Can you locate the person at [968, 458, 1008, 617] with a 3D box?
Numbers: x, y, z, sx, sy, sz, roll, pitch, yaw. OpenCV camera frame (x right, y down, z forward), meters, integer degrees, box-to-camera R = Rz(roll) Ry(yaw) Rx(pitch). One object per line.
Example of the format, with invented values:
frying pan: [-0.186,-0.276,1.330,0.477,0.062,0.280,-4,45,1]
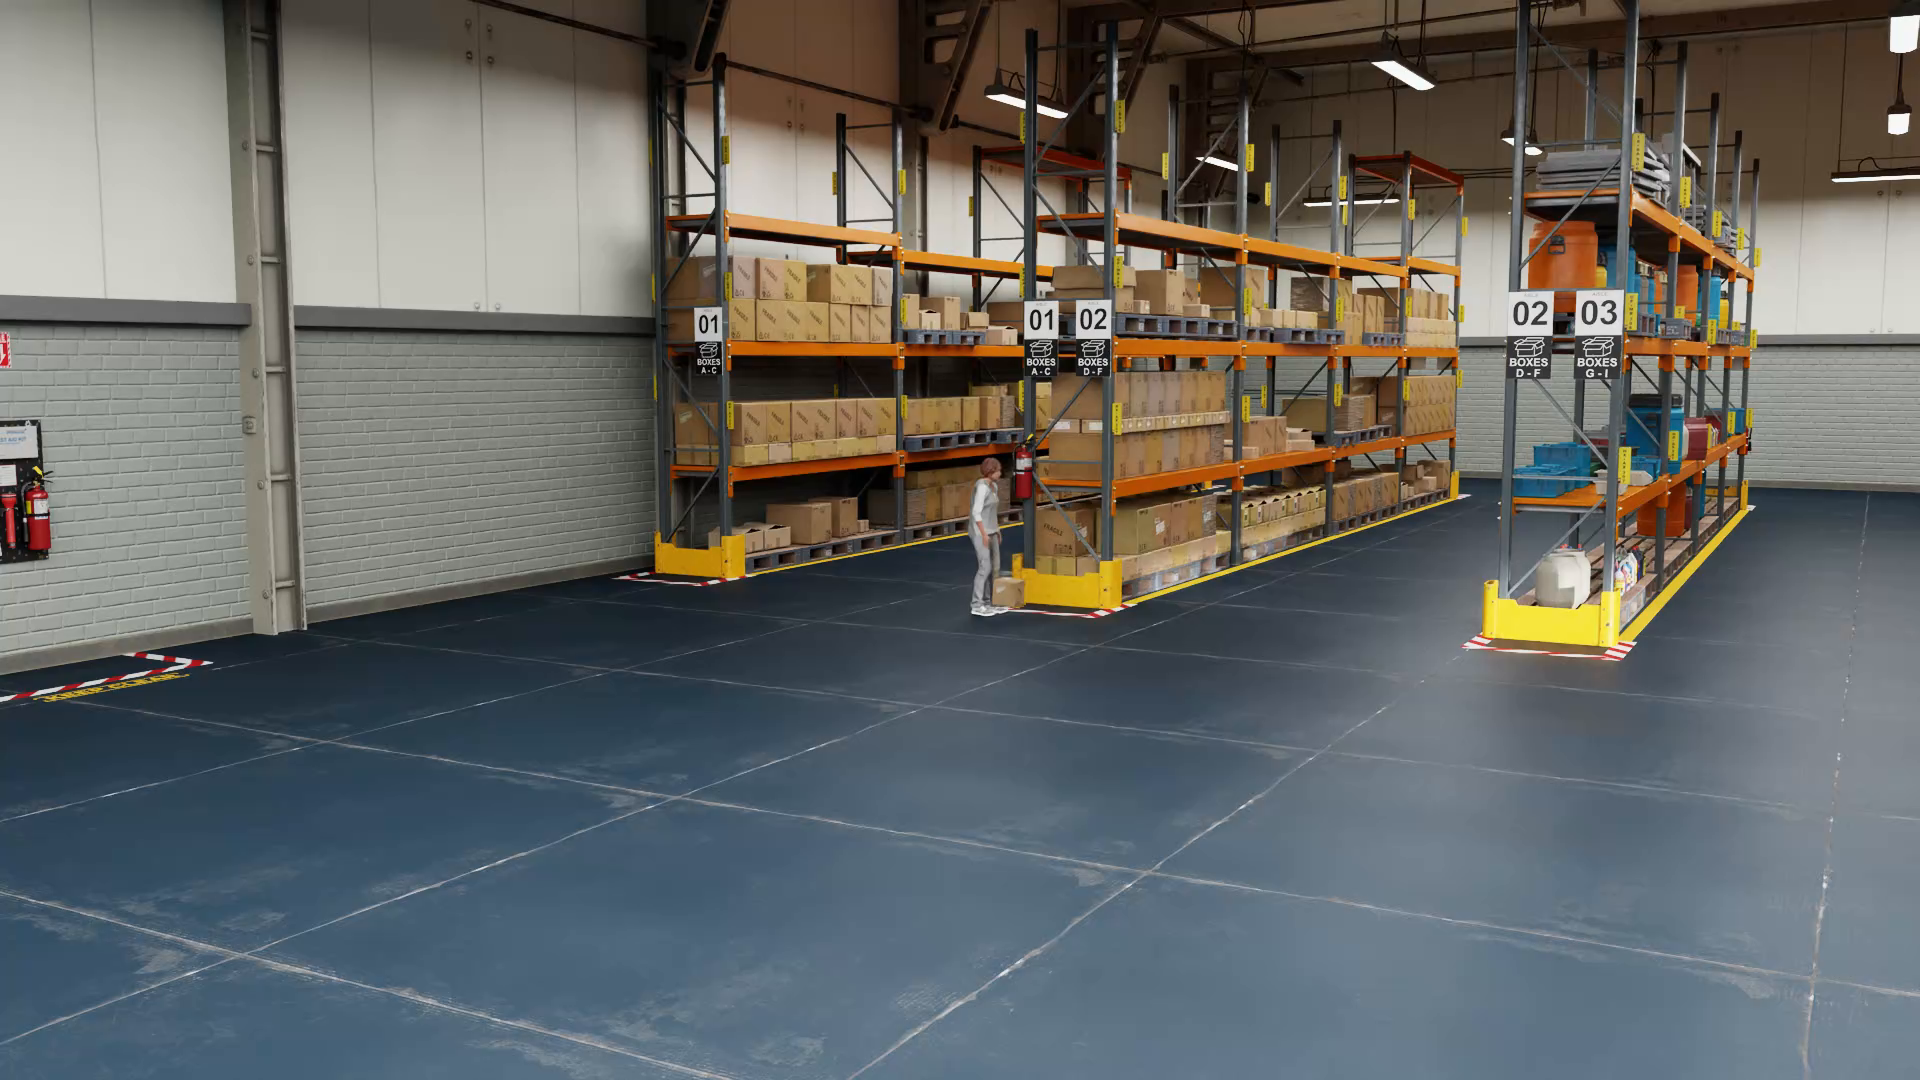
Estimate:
person: [0.282,-0.040,16.930,0.374,1.594,0.458,3,7,23]
